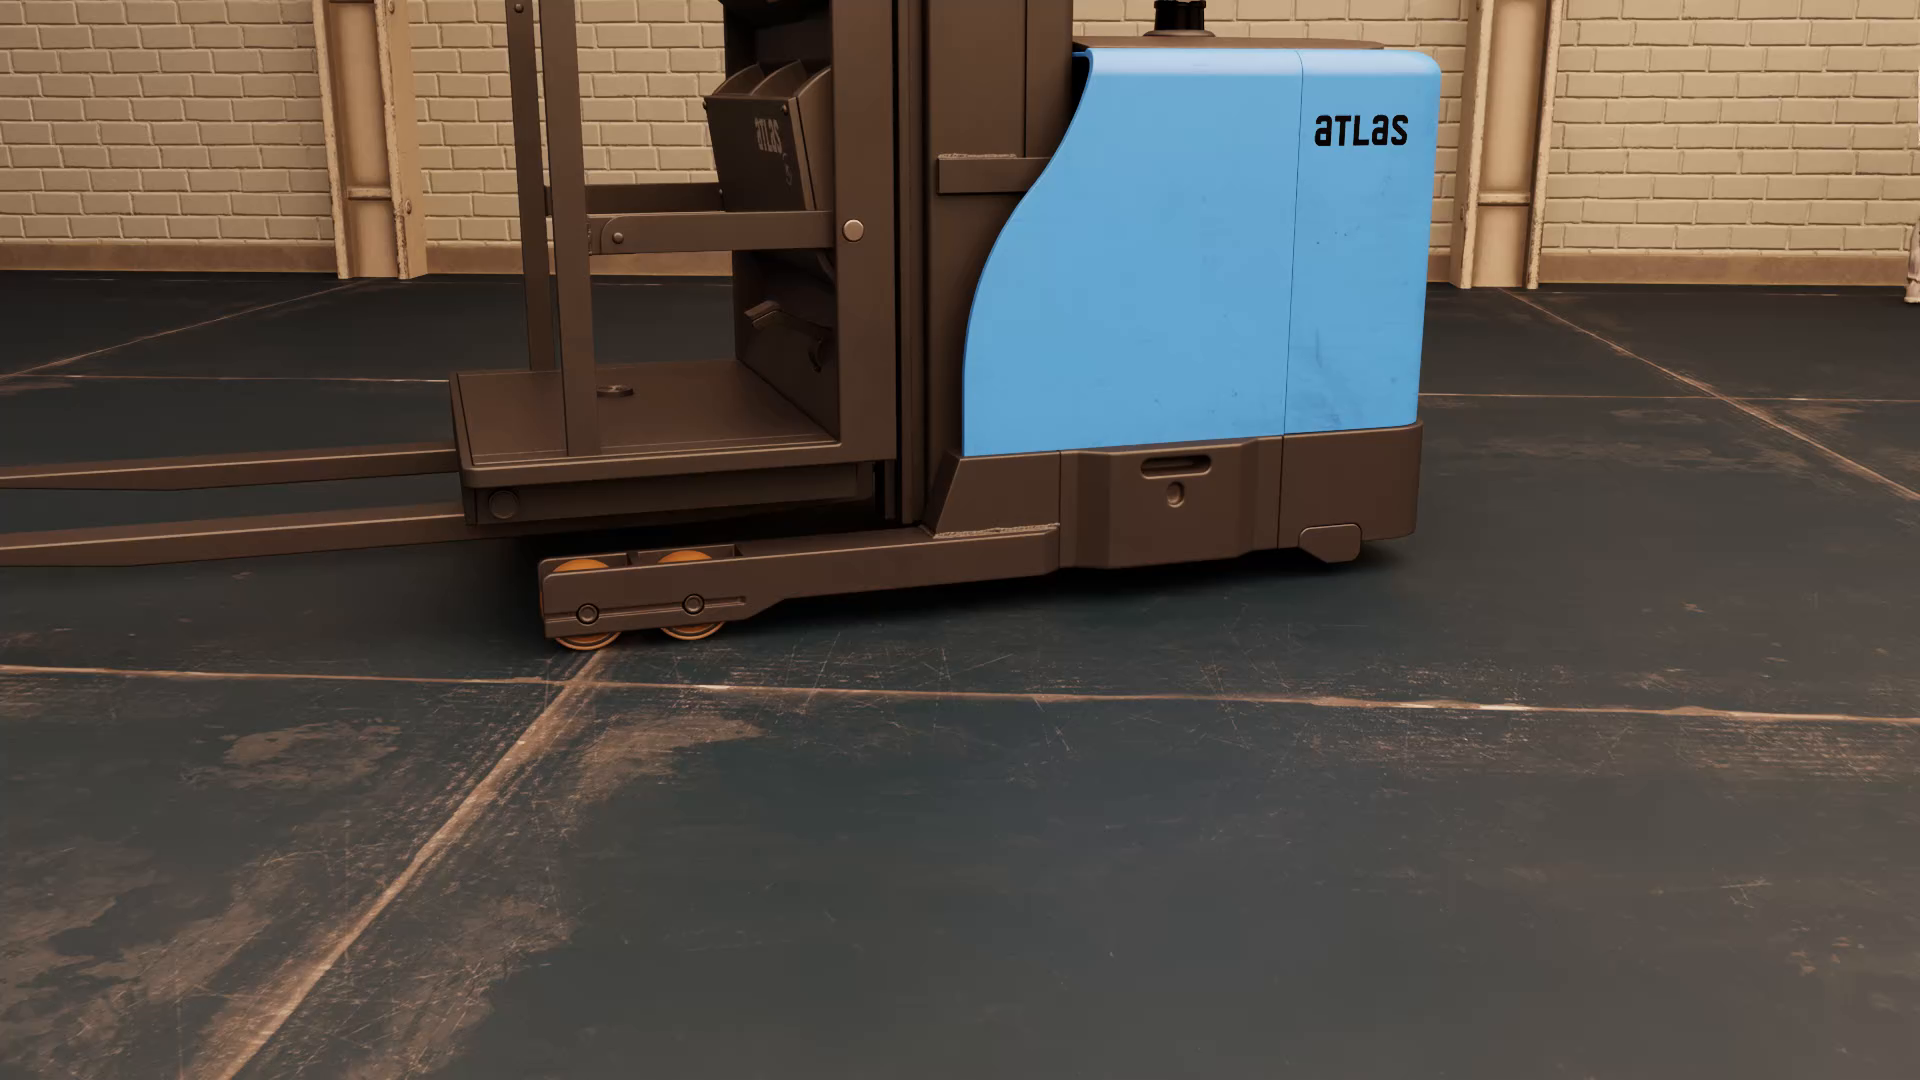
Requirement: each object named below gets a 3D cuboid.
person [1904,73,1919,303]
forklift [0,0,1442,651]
[{"bbox_3d":[4.685,-1.929,7.697,0.333,1.690,0.467,-9,18,-30],"label":"person"},{"bbox_3d":[-0.580,-1.366,3.251,3.031,2.935,1.130,-5,16,-17],"label":"forklift"}]
